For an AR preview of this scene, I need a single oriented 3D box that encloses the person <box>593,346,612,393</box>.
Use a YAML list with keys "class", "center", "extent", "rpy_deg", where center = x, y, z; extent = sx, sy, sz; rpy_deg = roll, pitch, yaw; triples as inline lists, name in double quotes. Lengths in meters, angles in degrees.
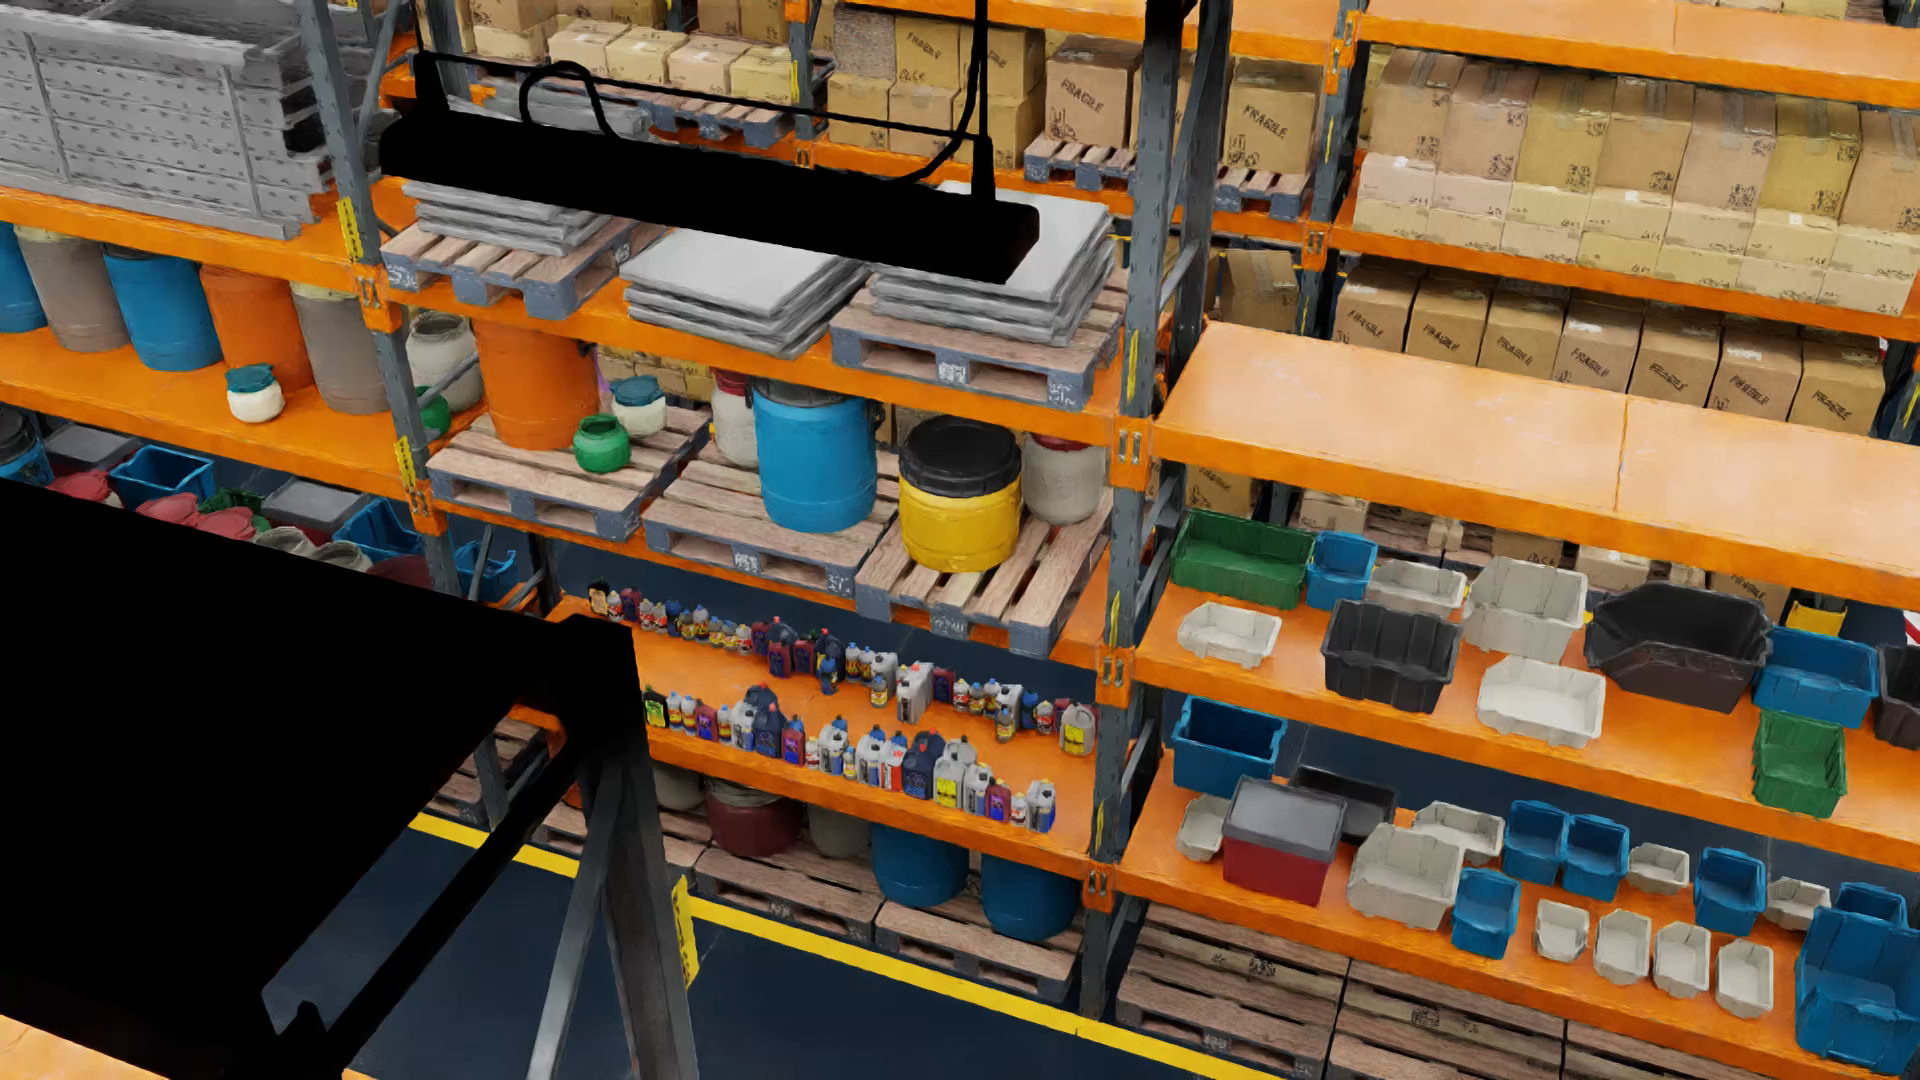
- class: "person"
  center: [-3.053, -1.186, 13.685]
  extent: [0.955, 1.533, 0.412]
  rpy_deg: [8, 37, 10]
